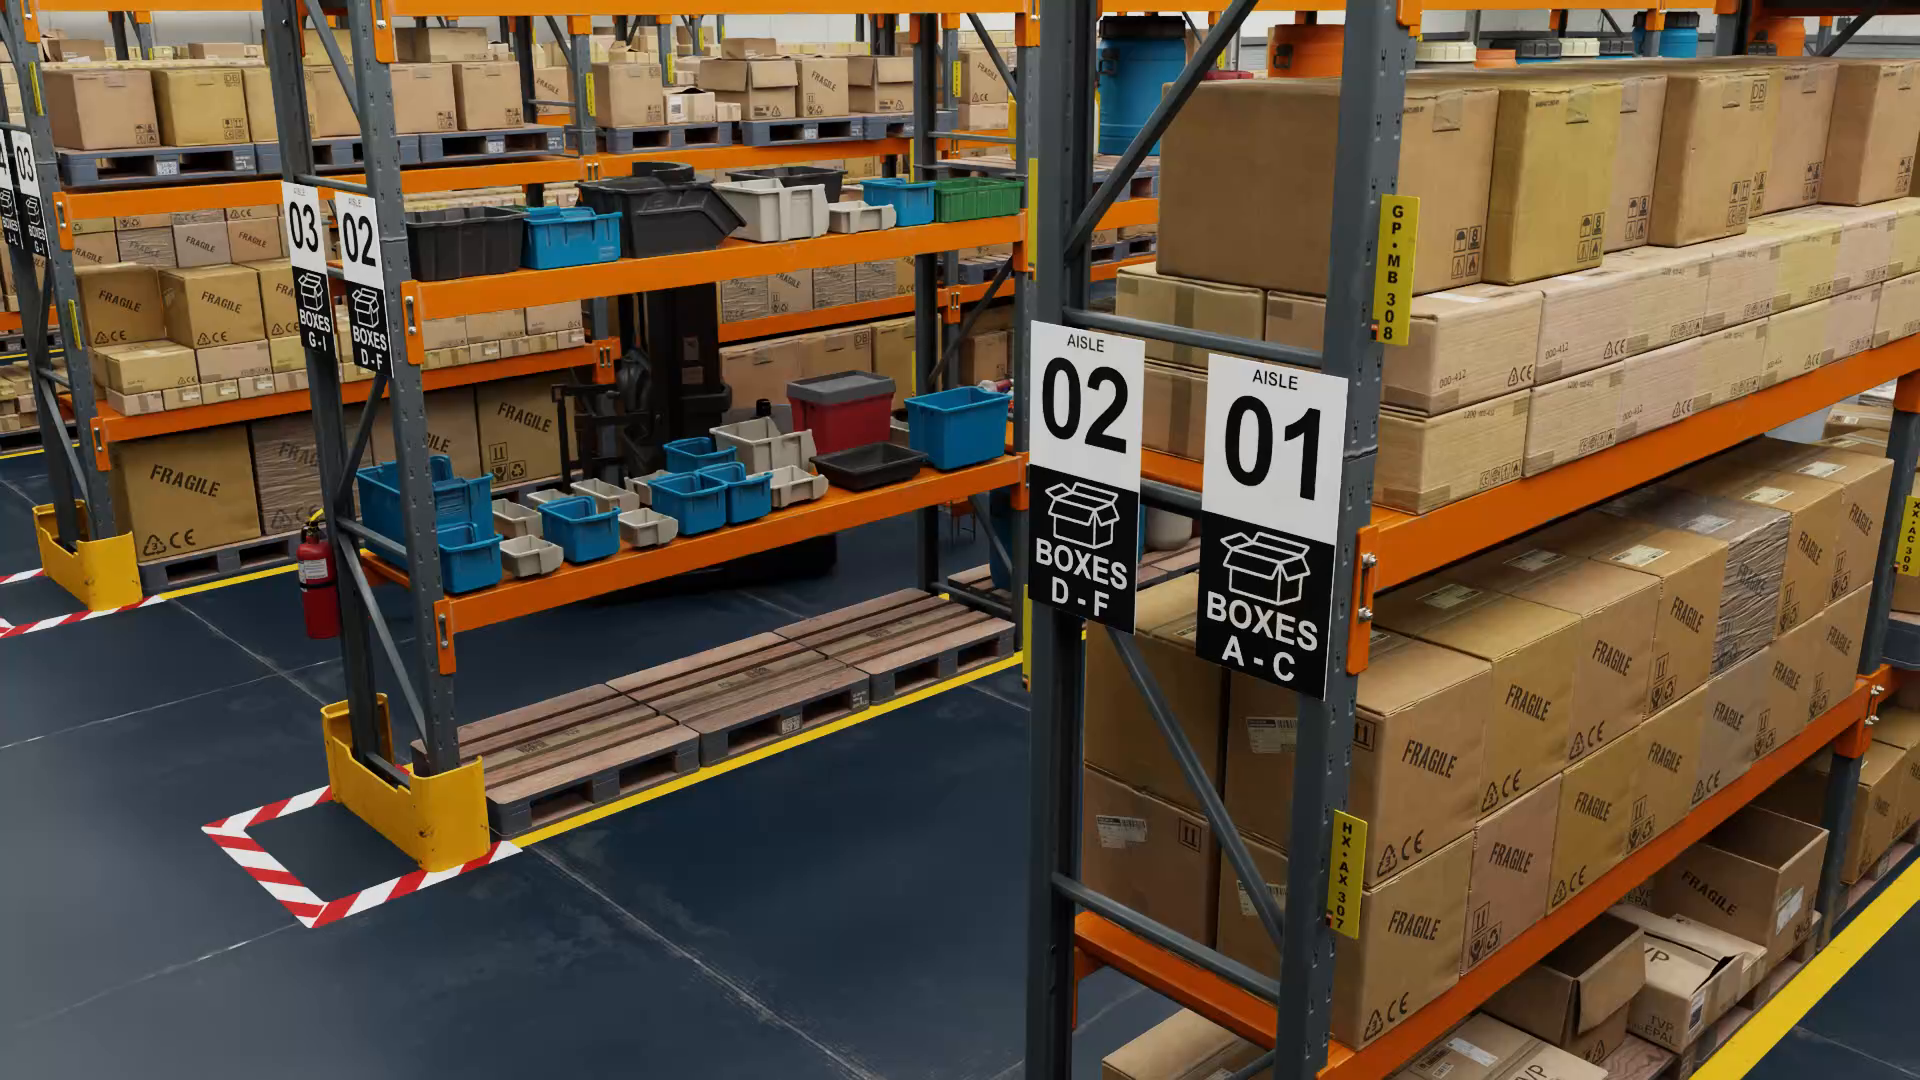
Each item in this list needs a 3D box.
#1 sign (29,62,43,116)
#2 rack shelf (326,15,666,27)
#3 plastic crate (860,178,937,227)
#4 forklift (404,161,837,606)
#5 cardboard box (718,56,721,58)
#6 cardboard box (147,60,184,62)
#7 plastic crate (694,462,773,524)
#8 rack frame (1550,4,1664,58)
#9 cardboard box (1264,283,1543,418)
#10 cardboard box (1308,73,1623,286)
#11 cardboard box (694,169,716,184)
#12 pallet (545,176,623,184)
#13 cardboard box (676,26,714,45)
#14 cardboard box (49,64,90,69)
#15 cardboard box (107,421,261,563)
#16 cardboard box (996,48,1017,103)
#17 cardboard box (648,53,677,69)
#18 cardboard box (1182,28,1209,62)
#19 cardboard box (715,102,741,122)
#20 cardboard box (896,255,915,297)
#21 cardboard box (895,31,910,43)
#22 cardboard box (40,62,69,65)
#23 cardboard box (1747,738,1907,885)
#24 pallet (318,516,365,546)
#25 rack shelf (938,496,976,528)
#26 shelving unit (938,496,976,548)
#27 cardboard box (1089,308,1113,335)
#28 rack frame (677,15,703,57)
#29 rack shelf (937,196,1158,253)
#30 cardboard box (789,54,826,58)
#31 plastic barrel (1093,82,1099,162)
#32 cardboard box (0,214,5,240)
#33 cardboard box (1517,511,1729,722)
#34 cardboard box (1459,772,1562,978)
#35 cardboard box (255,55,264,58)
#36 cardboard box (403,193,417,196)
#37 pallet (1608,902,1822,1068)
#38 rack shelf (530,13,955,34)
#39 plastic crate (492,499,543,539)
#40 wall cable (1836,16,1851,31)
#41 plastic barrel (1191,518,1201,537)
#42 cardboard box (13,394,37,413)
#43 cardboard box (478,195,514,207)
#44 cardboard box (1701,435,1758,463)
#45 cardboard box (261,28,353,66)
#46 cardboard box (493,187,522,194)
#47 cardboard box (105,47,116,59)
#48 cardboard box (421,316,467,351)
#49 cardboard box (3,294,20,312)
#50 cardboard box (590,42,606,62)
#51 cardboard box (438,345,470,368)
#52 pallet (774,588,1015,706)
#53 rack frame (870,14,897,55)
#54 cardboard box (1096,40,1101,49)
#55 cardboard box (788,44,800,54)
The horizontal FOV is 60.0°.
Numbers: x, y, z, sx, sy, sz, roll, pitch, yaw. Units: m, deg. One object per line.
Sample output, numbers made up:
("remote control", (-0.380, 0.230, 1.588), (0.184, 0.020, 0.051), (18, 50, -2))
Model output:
("sign", (-5.840, -2.851, 10.506), (0.005, 0.325, 0.100), (-16, 24, -41))
("rack shelf", (-5.191, -5.822, 18.167), (4.000, 0.370, 1.077), (-16, 24, -41))
("plastic crate", (-0.350, -1.917, 9.442), (0.300, 0.233, 0.416), (-16, 24, -41))
("forklift", (-2.472, -1.118, 11.679), (3.031, 2.935, 1.130), (-7, 19, -21))
("cardboard box", (-3.798, -7.389, 25.809), (0.500, 0.250, 0.500), (-17, 24, -42))
("cardboard box", (-7.780, -4.633, 16.332), (0.380, 0.149, 0.250), (17, 25, 42))
("plastic crate", (-1.233, -0.257, 9.087), (0.300, 0.233, 0.416), (-16, 24, -41))
("rack frame", (5.906, -5.383, 14.998), (0.127, 3.000, 1.000), (-16, 24, -41))
("cardboard box", (1.139, -0.520, 4.293), (0.500, 0.250, 0.500), (-16, 24, -41))
("cardboard box", (1.370, -1.025, 4.637), (0.500, 0.500, 0.700), (-16, 24, -41))
("cardboard box", (-3.405, -4.541, 20.343), (0.500, 0.500, 0.700), (-16, 24, -41))
("pallet", (-5.802, -5.350, 24.933), (1.213, 0.211, 1.003), (-16, 24, -41))
("cardboard box", (-4.967, -9.393, 31.223), (0.500, 0.500, 0.500), (-15, 23, -39))
("cardboard box", (-8.166, -4.286, 15.262), (0.250, 0.149, 0.380), (-15, 23, -39))
("cardboard box", (-5.807, -0.439, 12.240), (0.875, 0.875, 0.875), (-16, 24, -41))
("cardboard box", (0.485, -4.653, 16.635), (0.500, 0.500, 0.500), (-16, 24, -40))
("cardboard box", (-4.631, -7.259, 25.210), (0.500, 0.250, 0.500), (-17, 24, -42))
("cardboard box", (2.654, -5.646, 19.216), (0.500, 0.500, 0.500), (17, 25, 42))
("cardboard box", (-2.125, -3.733, 14.499), (0.380, 0.149, 0.250), (17, 24, 42))
("cardboard box", (-0.592, -2.679, 16.223), (0.500, 0.500, 0.500), (-15, 23, -39))
("cardboard box", (-0.785, -6.855, 22.673), (0.250, 0.149, 0.380), (-17, 24, -41))
("cardboard box", (-8.559, -4.413, 15.655), (0.250, 0.149, 0.380), (-16, 24, -40))
("cardboard box", (4.012, 1.208, 7.734), (0.500, 0.500, 0.500), (17, 24, 41))
("pallet", (-4.803, -0.214, 13.304), (1.213, 0.211, 1.003), (-16, 24, -41))
("rack shelf", (-0.039, -0.214, 12.877), (0.240, 0.259, 0.215), (-16, 24, -41))
("shelving unit", (-0.039, -0.488, 12.788), (0.252, 1.050, 0.215), (-16, 24, -41))
("cardboard box", (1.276, -2.319, 18.613), (0.700, 0.500, 0.500), (15, 23, 39))
("rack frame", (-4.306, -8.714, 25.271), (0.127, 3.000, 1.000), (-16, 24, -41))
("rack shelf", (1.546, -2.343, 11.650), (4.000, 0.370, 1.077), (-16, 24, -41))
("cardboard box", (-1.954, -5.983, 21.014), (0.500, 0.311, 0.500), (17, 24, 42))
("plastic barrel", (0.647, -2.581, 10.317), (0.433, 0.535, 0.433), (0, 18, 0))
("cardboard box", (-8.680, -3.038, 15.227), (0.500, 0.500, 0.500), (-15, 23, -39))
("cardboard box", (2.200, 0.241, 5.595), (0.500, 0.500, 0.500), (-17, 24, -41))
("cardboard box", (1.461, 0.931, 5.087), (0.500, 0.500, 0.500), (-17, 24, -41))
("cardboard box", (-10.919, -7.490, 25.955), (0.250, 0.149, 0.380), (-17, 25, -42))
("cardboard box", (-7.762, -4.664, 22.750), (0.500, 0.250, 0.500), (-16, 24, -40))
("pallet", (2.993, 1.748, 7.250), (1.213, 0.211, 1.003), (-16, 24, -41))
("rack shelf", (-1.857, -4.689, 14.672), (4.000, 0.370, 1.077), (-16, 24, -41))
("plastic crate", (-2.346, -0.103, 8.770), (0.243, 0.136, 0.396), (-16, 24, -41))
("wall cable", (25.421, -16.899, 45.003), (0.169, 6.003, 2.305), (-16, 24, -41))
("plastic barrel", (1.835, -0.388, 12.546), (0.708, 0.588, 0.600), (-16, 24, -41))
("cardboard box", (-8.756, -1.314, 15.632), (0.250, 0.149, 0.380), (-16, 24, -41))
("cardboard box", (-5.104, -3.695, 18.280), (0.250, 0.149, 0.380), (-15, 23, -39))
("cardboard box", (2.957, -0.210, 6.985), (0.500, 0.500, 0.500), (-15, 24, -39))
("cardboard box", (-4.742, -3.601, 12.143), (0.500, 0.250, 0.500), (17, 25, 42))
("cardboard box", (-5.161, -3.955, 19.080), (0.250, 0.149, 0.380), (-15, 23, -39))
("cardboard box", (-12.486, -7.115, 24.285), (0.250, 0.149, 0.380), (-17, 24, -42))
("cardboard box", (-4.196, -1.644, 12.952), (0.500, 0.250, 0.500), (-16, 24, -40))
("cardboard box", (-8.702, -2.214, 15.356), (0.380, 0.149, 0.250), (17, 25, 42))
("cardboard box", (-4.216, -5.507, 18.841), (0.258, 0.266, 0.396), (-16, 24, -41))
("cardboard box", (-4.054, -1.469, 13.058), (0.250, 0.149, 0.380), (-16, 24, -40))
("pallet", (-0.415, 0.657, 10.617), (1.213, 0.211, 1.003), (-16, 24, -41))
("rack frame", (-0.832, -7.626, 21.915), (0.127, 3.000, 1.000), (-16, 24, -41))
("cardboard box", (1.911, -7.198, 24.376), (0.500, 0.250, 0.500), (-16, 24, -40))
("cardboard box", (-2.780, -7.889, 26.703), (0.250, 0.149, 0.380), (-16, 24, -40))
